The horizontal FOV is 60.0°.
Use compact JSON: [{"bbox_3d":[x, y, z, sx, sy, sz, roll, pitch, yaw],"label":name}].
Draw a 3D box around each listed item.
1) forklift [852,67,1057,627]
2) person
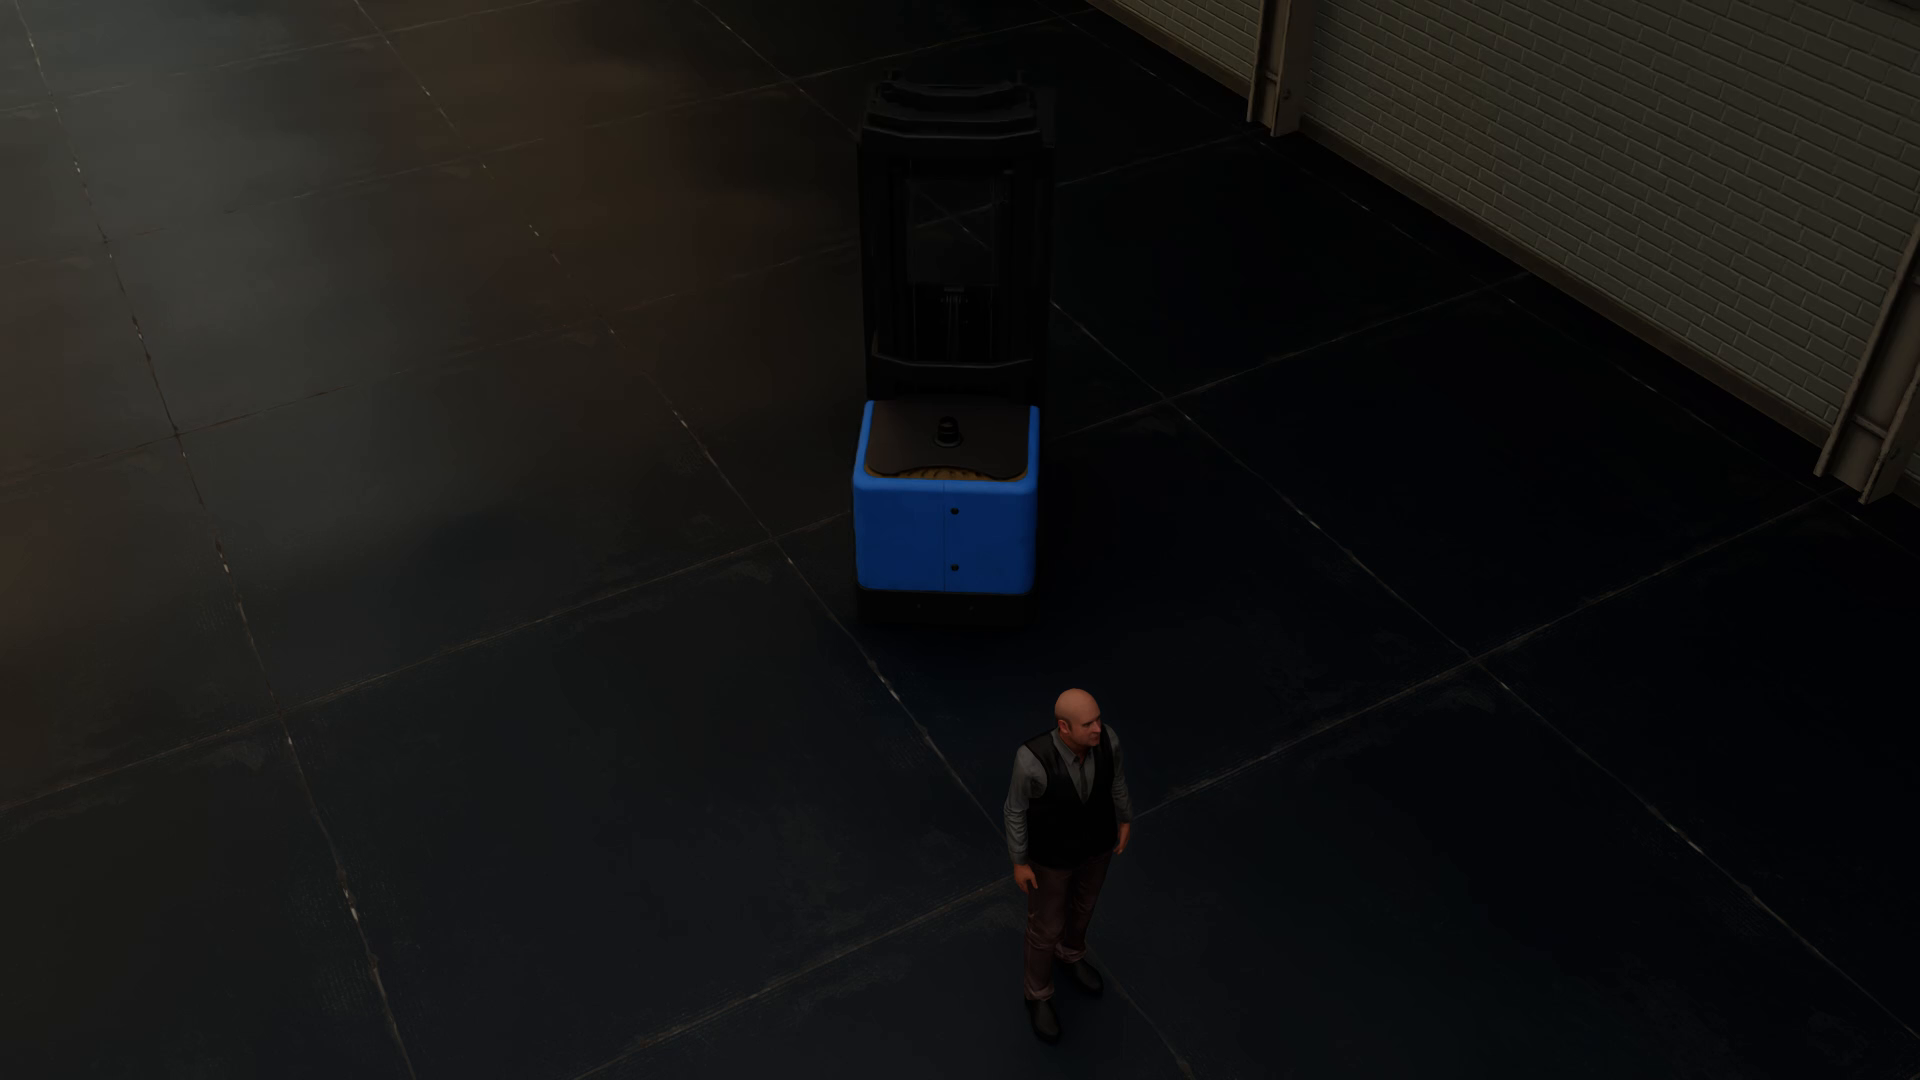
[{"bbox_3d":[-0.009,-1.551,9.906,1.130,2.935,3.031,2,40,2],"label":"forklift"},{"bbox_3d":[0.515,1.386,7.301,0.634,1.722,0.567,-21,44,-23],"label":"person"}]
